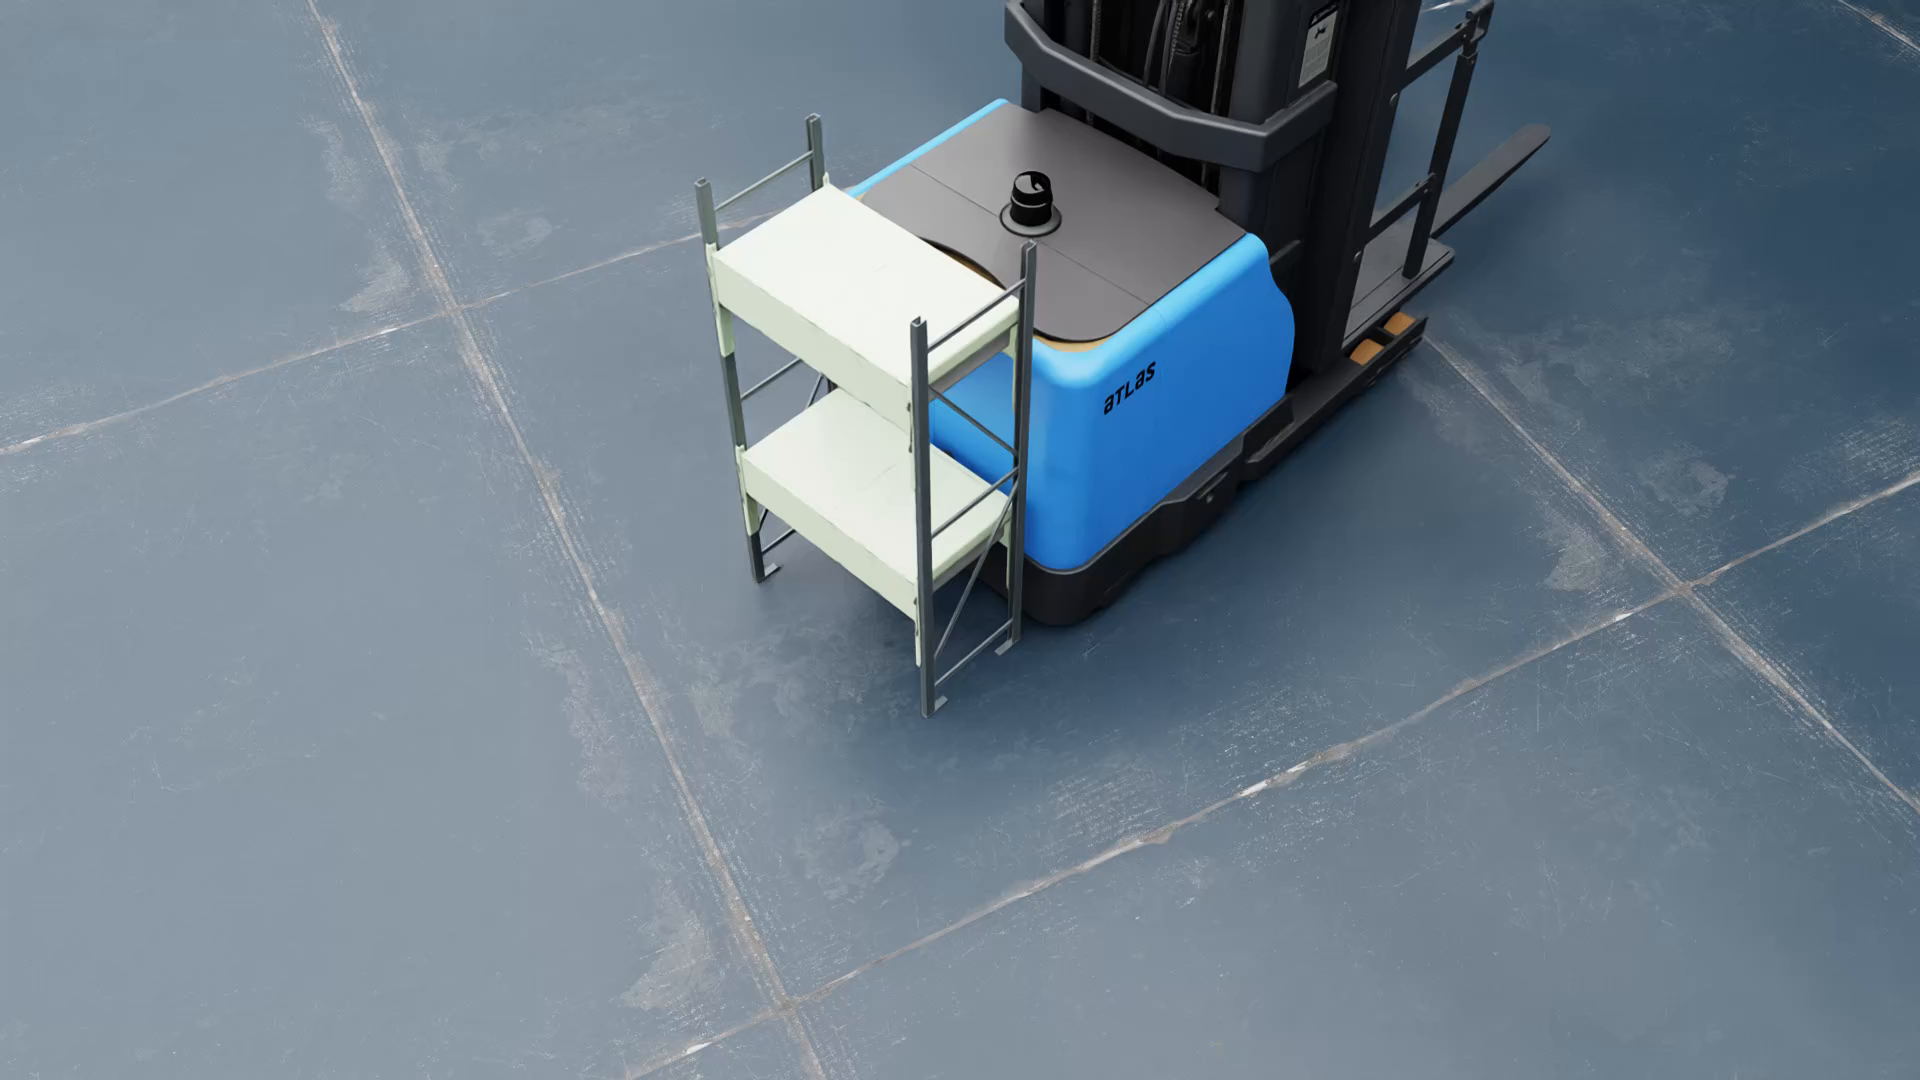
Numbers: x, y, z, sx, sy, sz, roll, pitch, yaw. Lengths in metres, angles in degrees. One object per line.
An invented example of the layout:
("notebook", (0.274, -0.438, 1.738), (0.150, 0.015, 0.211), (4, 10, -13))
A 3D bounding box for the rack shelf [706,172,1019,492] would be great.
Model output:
("rack shelf", (-0.231, -0.538, 4.205), (0.720, 0.370, 0.431), (36, 58, 27))

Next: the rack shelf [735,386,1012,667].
("rack shelf", (-0.231, -0.067, 4.745), (0.720, 0.370, 0.431), (36, 58, 27))

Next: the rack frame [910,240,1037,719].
("rack frame", (0.034, -0.091, 4.333), (0.023, 1.500, 0.400), (36, 58, 27))

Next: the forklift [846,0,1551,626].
("forklift", (0.964, -1.726, 4.813), (1.130, 2.935, 3.031), (36, 58, 27))

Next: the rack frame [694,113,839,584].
("rack frame", (-0.496, -0.471, 4.665), (0.023, 1.500, 0.400), (36, 58, 27))

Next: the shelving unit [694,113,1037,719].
("shelving unit", (-0.231, -0.281, 4.499), (0.755, 1.500, 0.431), (36, 58, 27))
